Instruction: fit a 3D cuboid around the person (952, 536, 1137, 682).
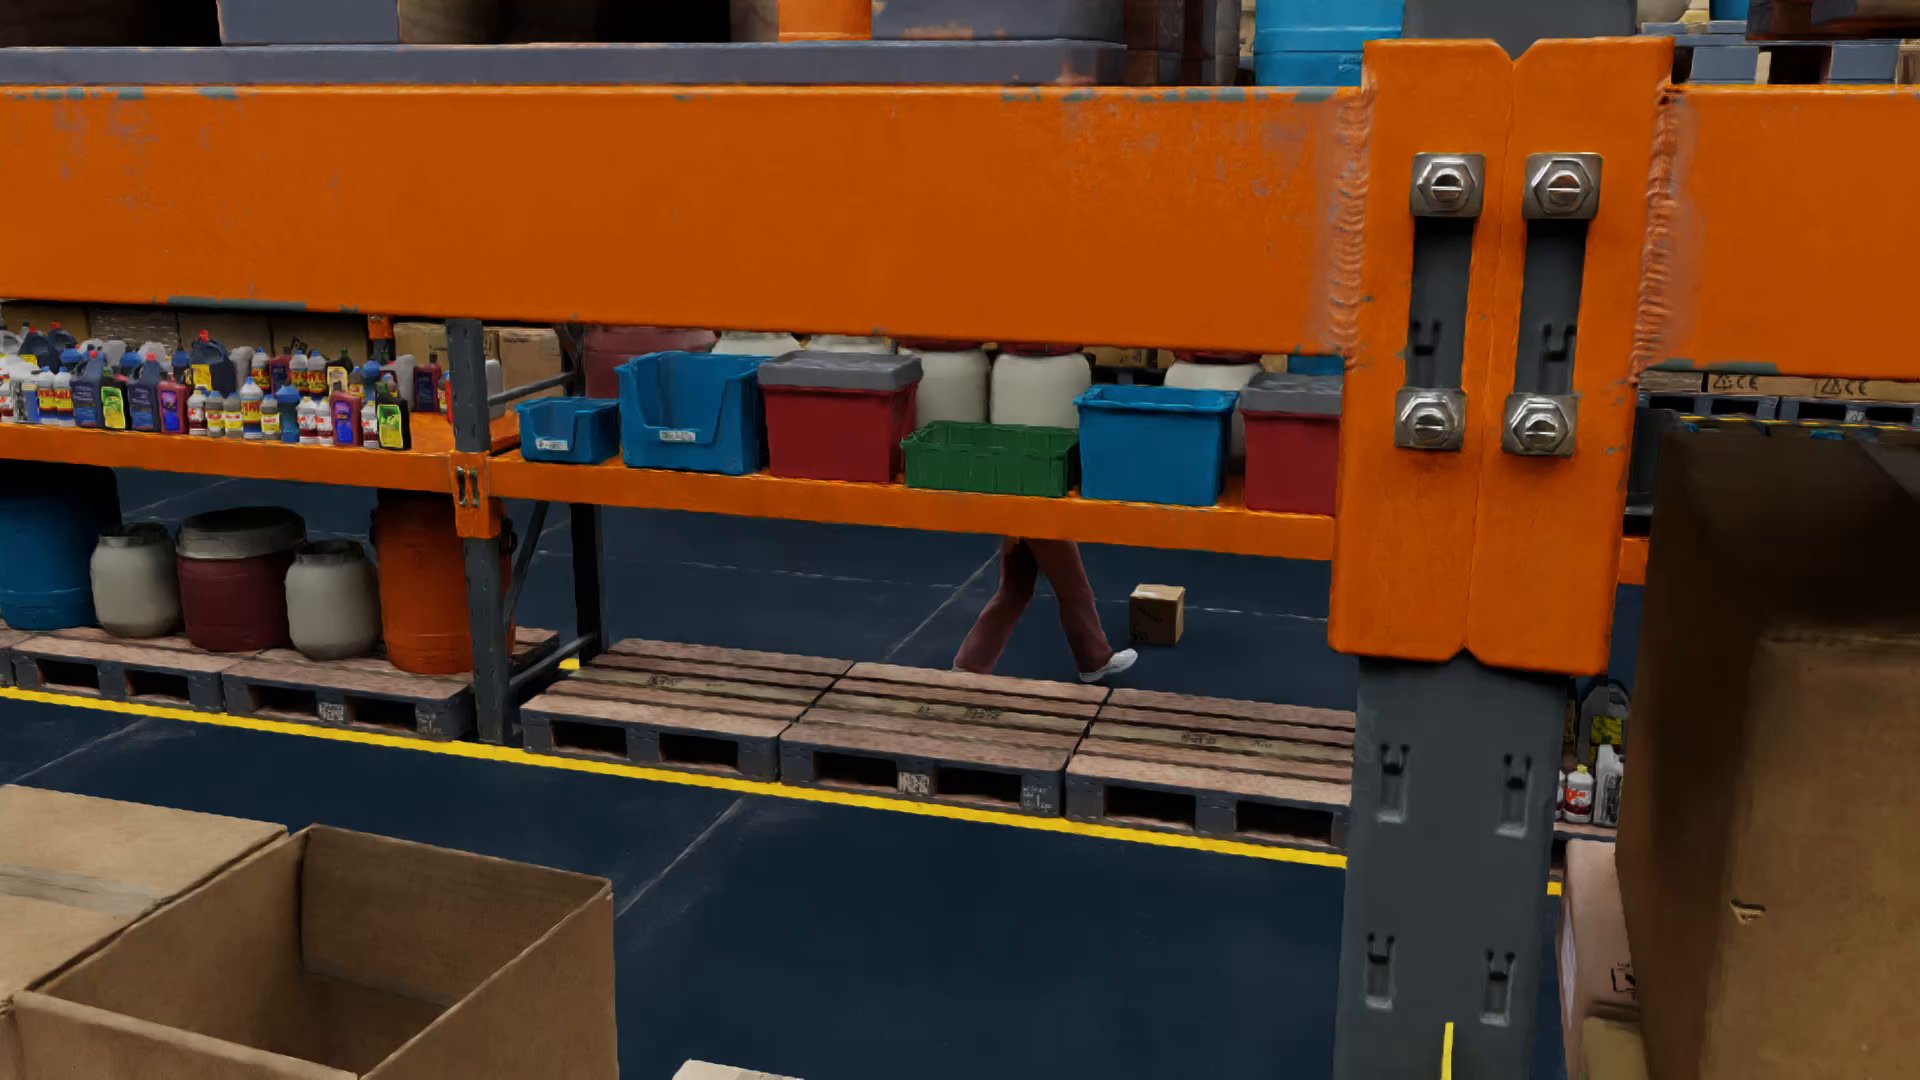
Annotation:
[{"bbox_3d":[0.394,-0.096,7.922,0.952,1.619,0.464,-5,16,-17],"label":"person"}]
